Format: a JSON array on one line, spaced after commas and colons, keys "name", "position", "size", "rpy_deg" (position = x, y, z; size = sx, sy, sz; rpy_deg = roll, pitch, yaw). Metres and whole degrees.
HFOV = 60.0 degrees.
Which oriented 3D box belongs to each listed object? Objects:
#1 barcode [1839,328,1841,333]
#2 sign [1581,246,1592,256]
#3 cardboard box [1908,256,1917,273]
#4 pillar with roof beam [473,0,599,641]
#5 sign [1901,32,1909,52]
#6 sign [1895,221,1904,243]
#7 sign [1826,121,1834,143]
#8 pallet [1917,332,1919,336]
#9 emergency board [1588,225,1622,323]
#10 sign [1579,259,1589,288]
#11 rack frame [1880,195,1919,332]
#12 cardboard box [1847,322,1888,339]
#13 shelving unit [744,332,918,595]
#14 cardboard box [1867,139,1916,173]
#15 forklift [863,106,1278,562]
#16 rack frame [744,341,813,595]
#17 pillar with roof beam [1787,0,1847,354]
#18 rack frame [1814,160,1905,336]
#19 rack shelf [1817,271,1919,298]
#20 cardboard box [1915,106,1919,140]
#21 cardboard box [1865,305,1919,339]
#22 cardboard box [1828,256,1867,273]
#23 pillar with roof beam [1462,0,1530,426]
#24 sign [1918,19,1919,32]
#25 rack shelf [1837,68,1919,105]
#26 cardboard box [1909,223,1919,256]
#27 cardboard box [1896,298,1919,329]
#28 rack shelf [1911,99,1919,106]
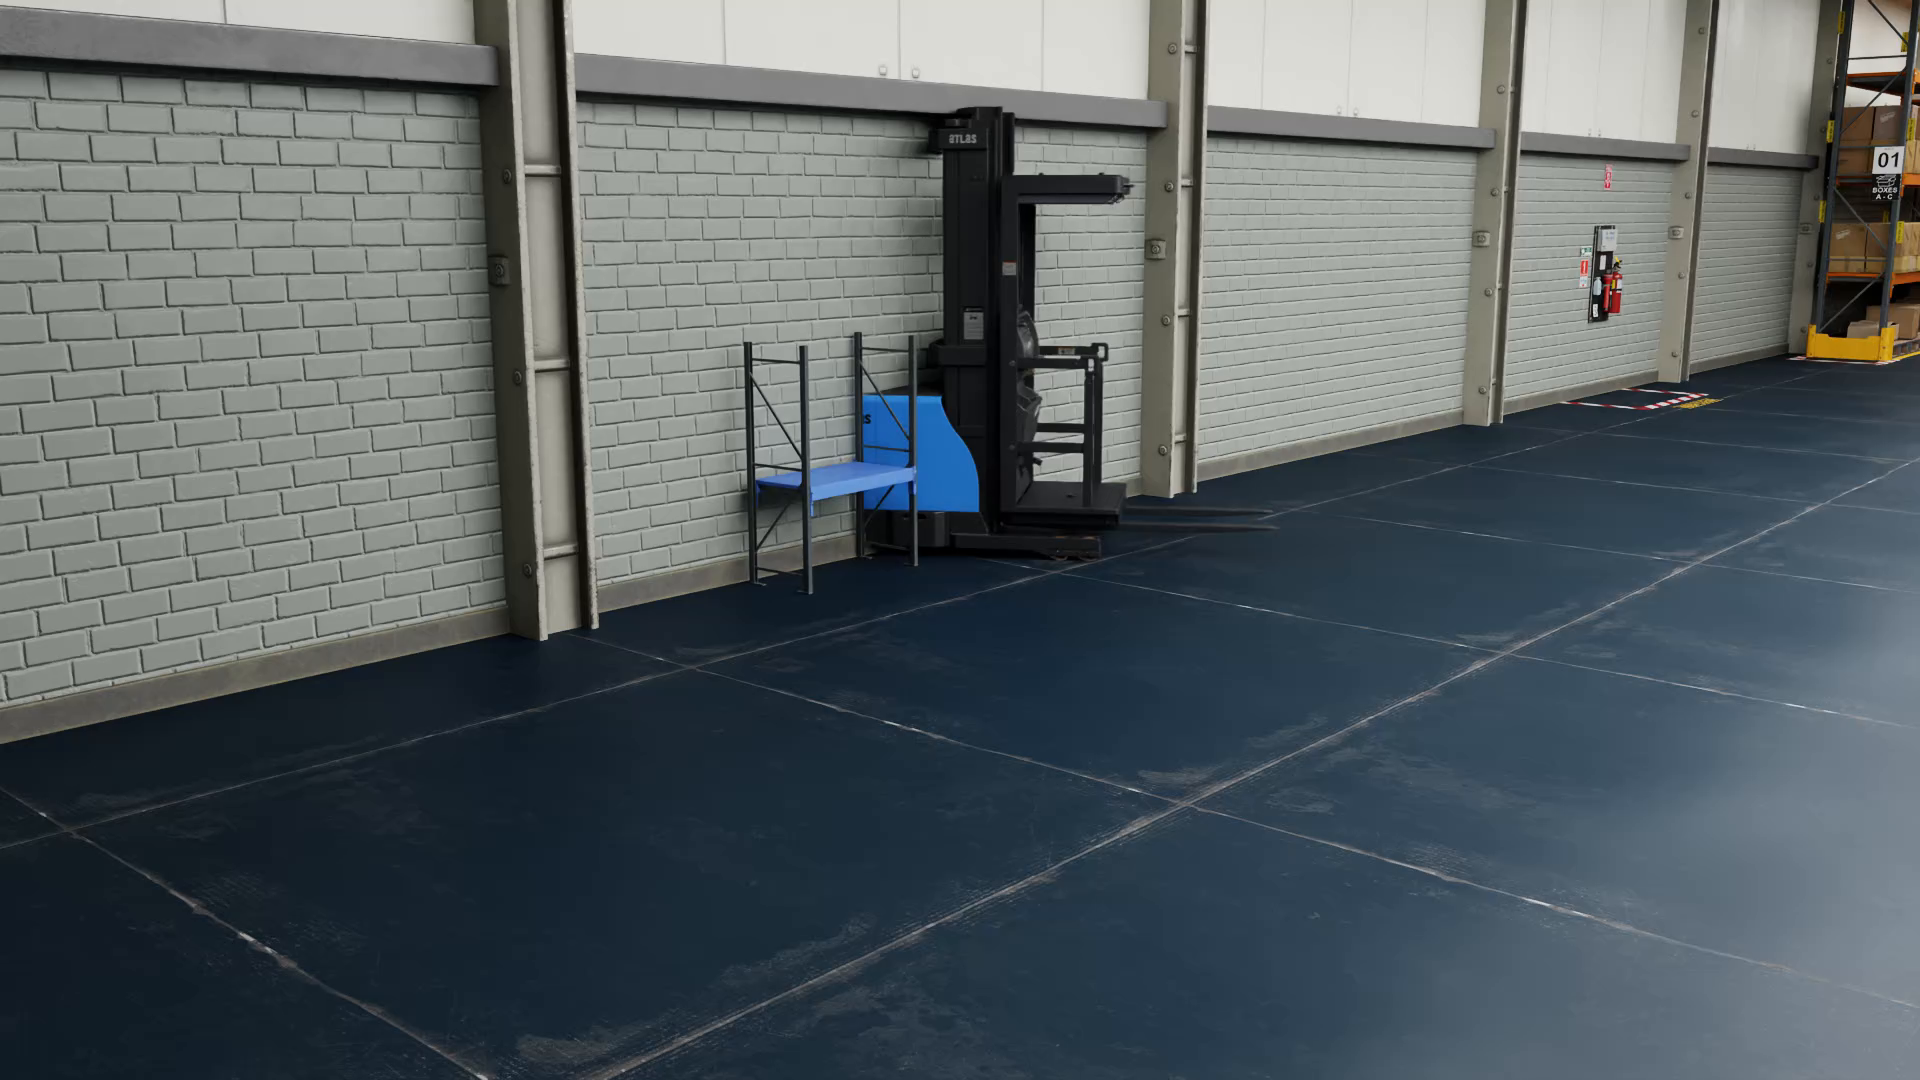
[{"name": "barcode", "position": [14.011, -3.337, 26.479], "size": [0.001, 0.075, 0.075], "rpy_deg": [10, 15, 40]}, {"name": "sign", "position": [7.534, -3.473, 19.998], "size": [0.001, 0.109, 0.331], "rpy_deg": [10, 15, 40]}, {"name": "cardboard box", "position": [14.668, -4.336, 26.094], "size": [0.500, 0.250, 0.500], "rpy_deg": [9, 15, 39]}, {"name": "pillar with roof beam", "position": [0.979, -3.360, 5.558], "size": [9.100, 9.000, 0.400], "rpy_deg": [10, 15, 40]}, {"name": "sign", "position": [15.995, -8.428, 28.143], "size": [0.100, 0.325, 0.005], "rpy_deg": [10, 15, 40]}, {"name": "sign", "position": [14.183, -4.645, 25.100], "size": [0.100, 0.325, 0.005], "rpy_deg": [10, 15, 40]}, {"name": "sign", "position": [13.372, -6.271, 25.529], "size": [0.100, 0.325, 0.005], "rpy_deg": [10, 15, 40]}, {"name": "pallet", "position": [15.999, -3.409, 28.238], "size": [1.003, 0.211, 1.213], "rpy_deg": [10, 15, 40]}, {"name": "emergency board", "position": [7.967, -3.264, 20.396], "size": [0.194, 1.169, 0.643], "rpy_deg": [10, 15, 40]}, {"name": "sign", "position": [7.525, -3.214, 20.052], "size": [0.001, 0.329, 0.234], "rpy_deg": [10, 15, 40]}, {"name": "rack frame", "position": [16.416, -4.879, 28.482], "size": [1.000, 3.000, 0.127], "rpy_deg": [10, 15, 40]}, {"name": "cardboard box", "position": [14.300, -3.278, 26.207], "size": [0.500, 0.311, 0.500], "rpy_deg": [8, 14, 34]}, {"name": "shelving unit", "position": [-0.793, -0.515, 10.460], "size": [0.538, 1.500, 1.048], "rpy_deg": [9, 14, 37]}, {"name": "cardboard box", "position": [14.184, -5.837, 25.315], "size": [0.500, 0.500, 0.500], "rpy_deg": [10, 15, 42]}, {"name": "forklift", "position": [0.649, -1.404, 11.256], "size": [3.031, 2.935, 1.130], "rpy_deg": [2, 11, 8]}, {"name": "rack frame", "position": [-1.101, -0.436, 10.064], "size": [0.500, 1.500, 0.032], "rpy_deg": [9, 14, 37]}, {"name": "pillar with roof beam", "position": [16.822, -6.891, 23.237], "size": [9.100, 9.000, 0.400], "rpy_deg": [10, 15, 40]}, {"name": "rack frame", "position": [13.775, -4.291, 25.536], "size": [1.000, 3.000, 0.127], "rpy_deg": [10, 15, 40]}, {"name": "rack shelf", "position": [15.096, -4.232, 27.079], "size": [1.077, 0.370, 4.000], "rpy_deg": [10, 15, 40]}, {"name": "cardboard box", "position": [14.581, -6.403, 25.596], "size": [0.500, 0.500, 0.500], "rpy_deg": [10, 15, 40]}, {"name": "cardboard box", "position": [15.198, -3.556, 27.117], "size": [0.700, 0.500, 0.500], "rpy_deg": [9, 14, 37]}, {"name": "cardboard box", "position": [13.938, -4.321, 26.018], "size": [0.500, 0.250, 0.500], "rpy_deg": [10, 15, 41]}, {"name": "pillar with roof beam", "position": [8.900, -5.125, 14.398], "size": [9.100, 9.000, 0.400], "rpy_deg": [10, 15, 40]}, {"name": "sign", "position": [14.183, -7.659, 24.498], "size": [0.100, 0.325, 0.005], "rpy_deg": [10, 15, 40]}, {"name": "rack shelf", "position": [15.096, -7.173, 26.492], "size": [1.077, 0.370, 4.000], "rpy_deg": [10, 15, 40]}, {"name": "cardboard box", "position": [14.650, -4.698, 25.990], "size": [0.500, 0.500, 0.500], "rpy_deg": [10, 15, 41]}, {"name": "cardboard box", "position": [16.889, -3.980, 29.237], "size": [0.700, 0.500, 0.500], "rpy_deg": [10, 15, 42]}, {"name": "rack shelf", "position": [17.736, -7.567, 29.477], "size": [1.077, 0.370, 4.000], "rpy_deg": [10, 15, 40]}]
